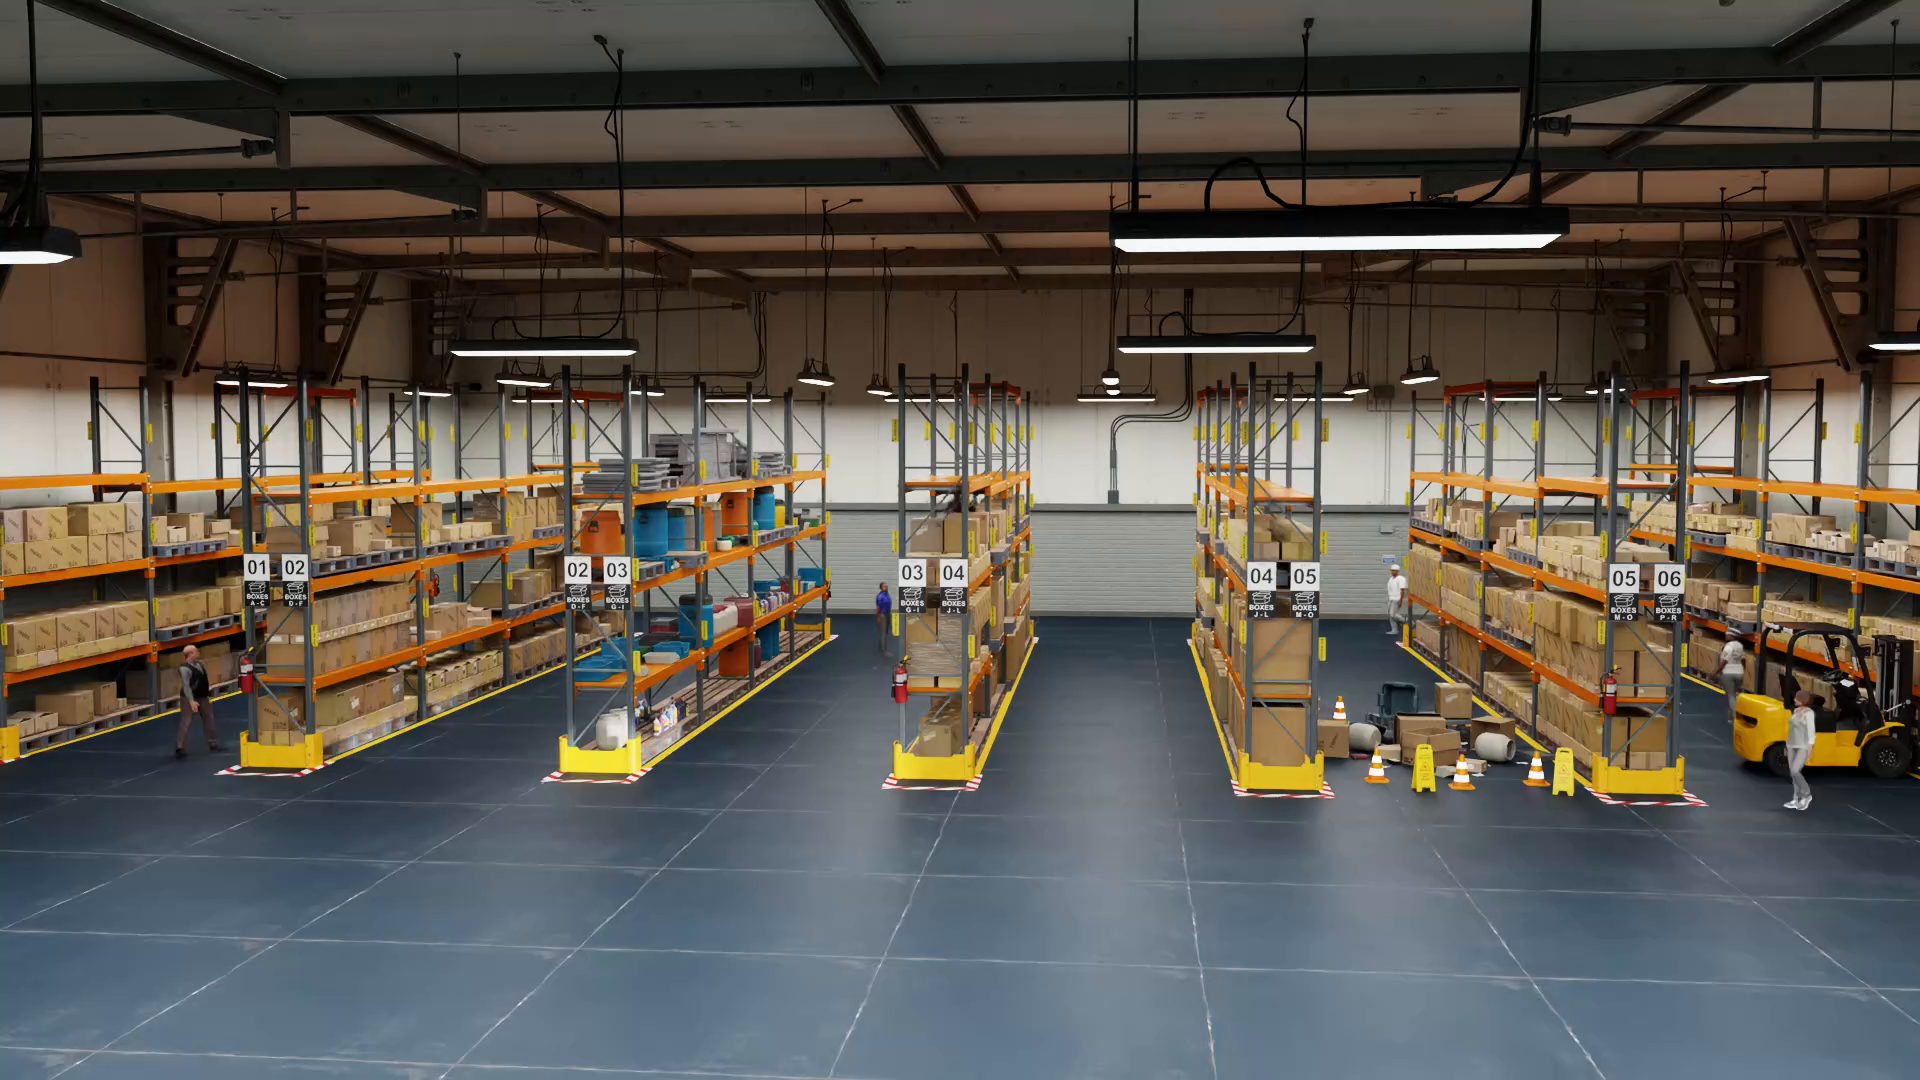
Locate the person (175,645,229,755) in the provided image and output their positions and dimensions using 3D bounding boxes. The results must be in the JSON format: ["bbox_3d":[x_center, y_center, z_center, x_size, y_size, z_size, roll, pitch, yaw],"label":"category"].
[{"bbox_3d":[-11.889,2.488,25.942,0.592,1.731,0.679,1,4,15],"label":"person"}]

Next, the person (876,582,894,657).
[{"bbox_3d":[-1.658,1.780,37.480,0.506,1.679,0.489,2,4,26],"label":"person"}]

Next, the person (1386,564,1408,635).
[{"bbox_3d":[10.839,1.474,41.131,0.575,1.747,0.561,0,4,-6],"label":"person"}]

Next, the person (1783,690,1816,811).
[{"bbox_3d":[11.094,2.787,22.016,0.391,1.588,0.465,-1,4,-19],"label":"person"}]

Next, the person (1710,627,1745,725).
[{"bbox_3d":[13.180,2.330,28.481,0.539,1.708,0.739,0,4,-5],"label":"person"}]
